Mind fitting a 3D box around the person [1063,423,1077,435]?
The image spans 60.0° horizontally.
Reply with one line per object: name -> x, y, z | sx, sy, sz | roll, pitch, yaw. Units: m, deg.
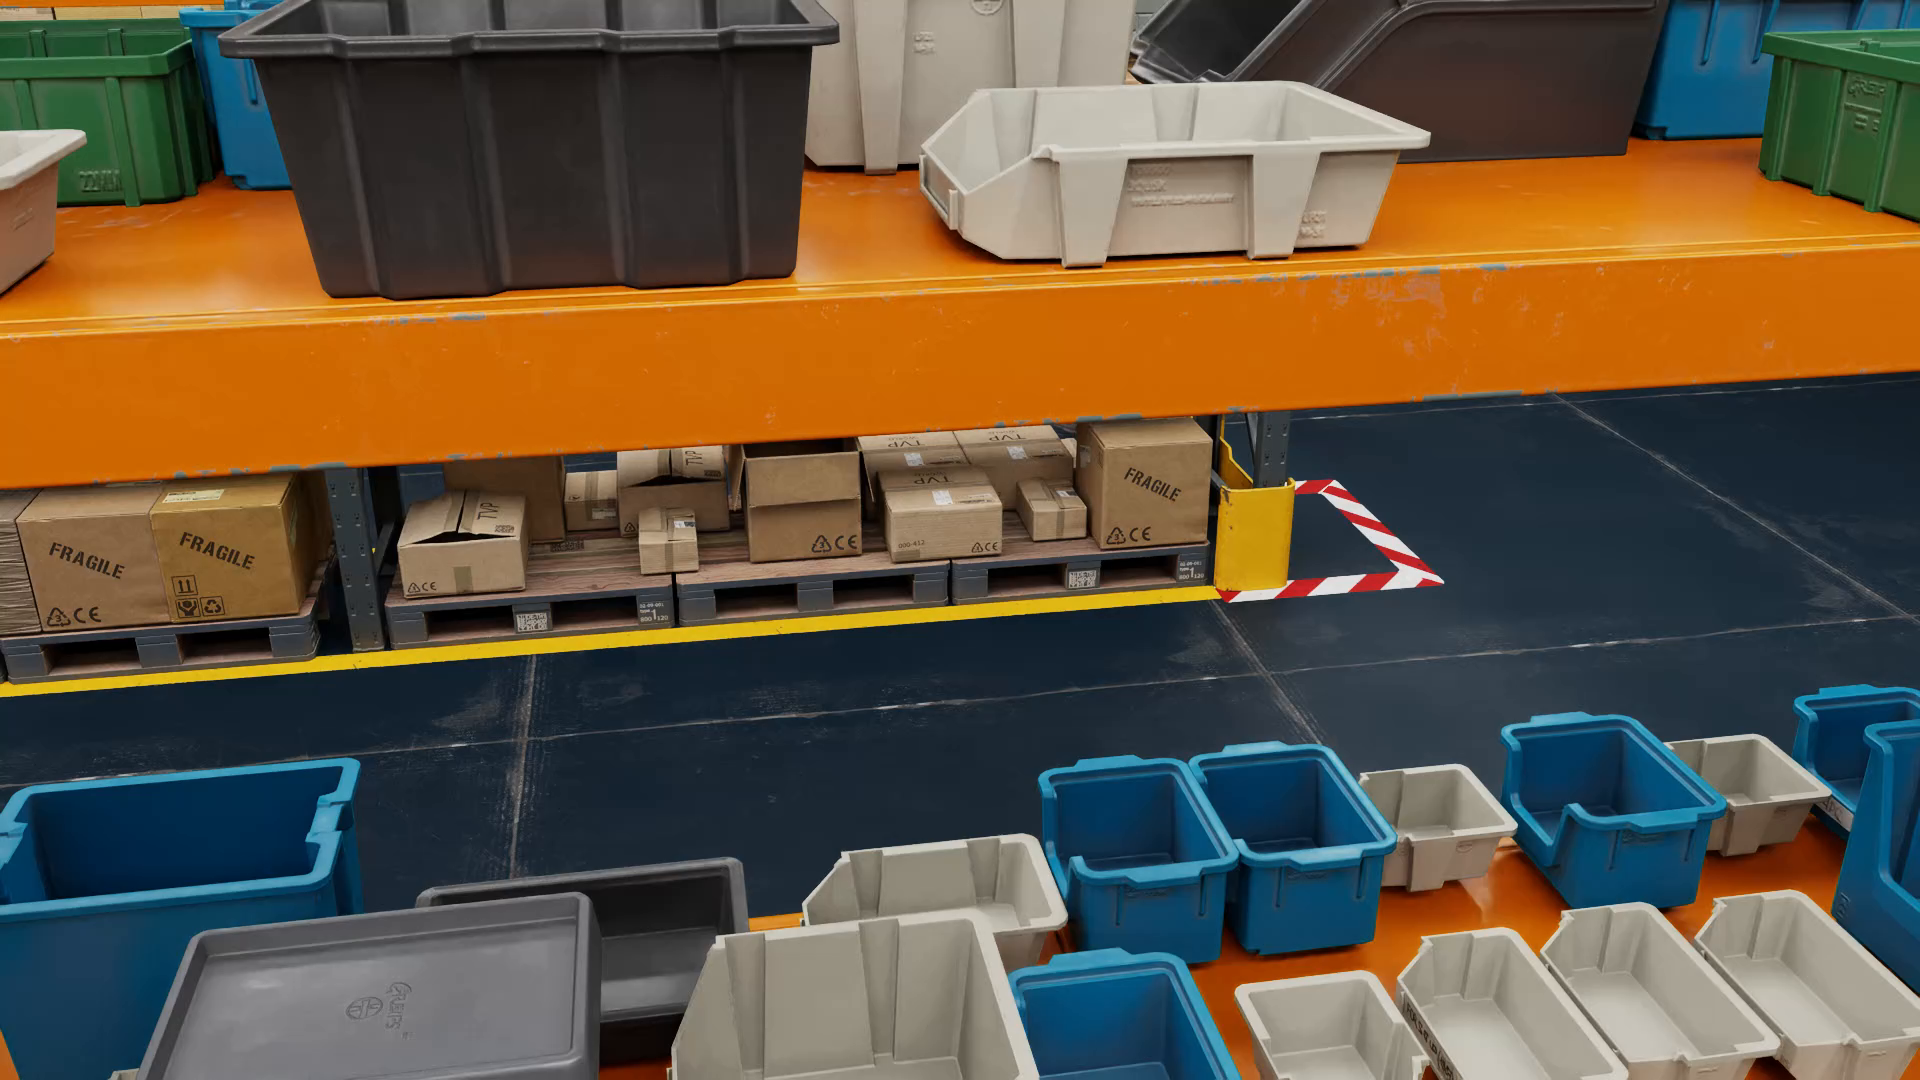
person -> 0.723, -1.341, 9.226 | 0.377, 1.698, 0.463 | -6, 24, -14
